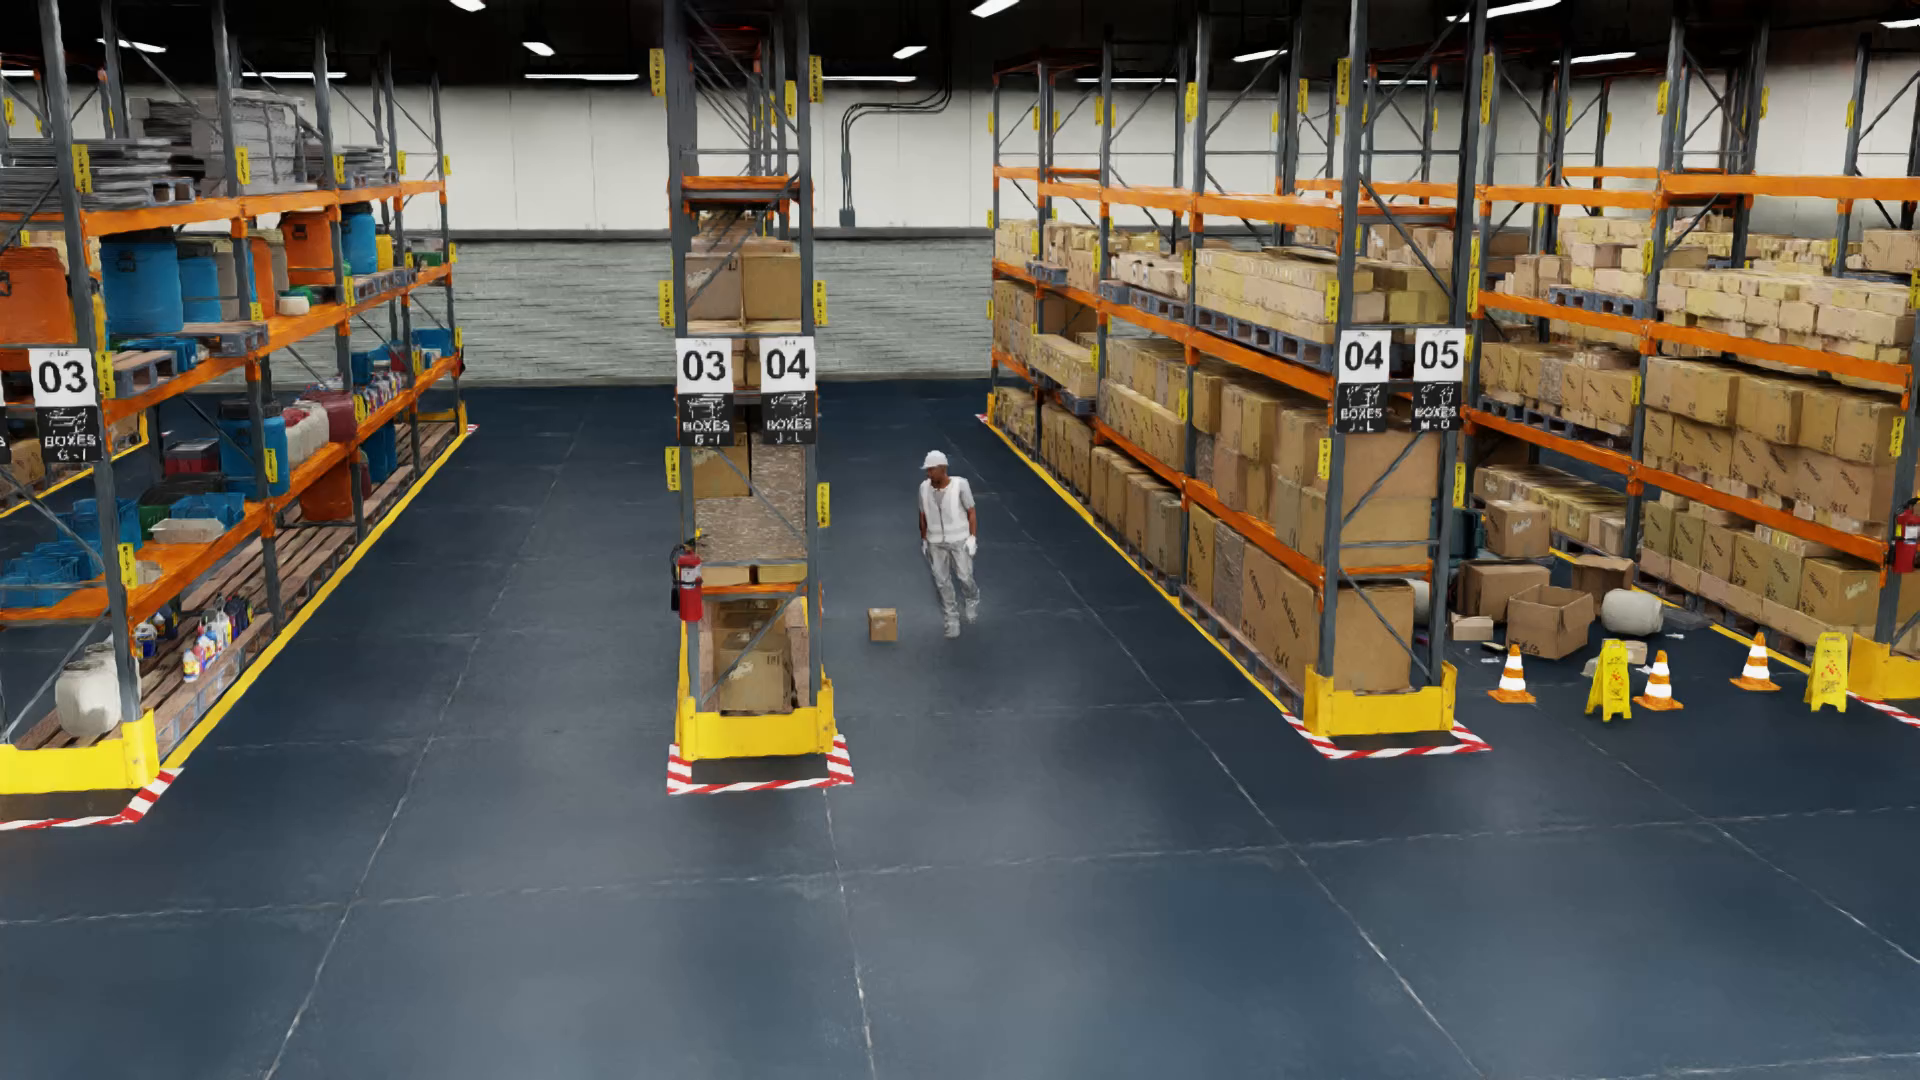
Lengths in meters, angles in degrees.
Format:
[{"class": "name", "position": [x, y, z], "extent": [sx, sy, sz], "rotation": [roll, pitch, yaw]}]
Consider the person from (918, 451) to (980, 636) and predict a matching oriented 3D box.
[{"class": "person", "position": [-0.112, 0.011, 15.918], "extent": [0.606, 1.766, 0.604], "rotation": [3, 13, 14]}]
